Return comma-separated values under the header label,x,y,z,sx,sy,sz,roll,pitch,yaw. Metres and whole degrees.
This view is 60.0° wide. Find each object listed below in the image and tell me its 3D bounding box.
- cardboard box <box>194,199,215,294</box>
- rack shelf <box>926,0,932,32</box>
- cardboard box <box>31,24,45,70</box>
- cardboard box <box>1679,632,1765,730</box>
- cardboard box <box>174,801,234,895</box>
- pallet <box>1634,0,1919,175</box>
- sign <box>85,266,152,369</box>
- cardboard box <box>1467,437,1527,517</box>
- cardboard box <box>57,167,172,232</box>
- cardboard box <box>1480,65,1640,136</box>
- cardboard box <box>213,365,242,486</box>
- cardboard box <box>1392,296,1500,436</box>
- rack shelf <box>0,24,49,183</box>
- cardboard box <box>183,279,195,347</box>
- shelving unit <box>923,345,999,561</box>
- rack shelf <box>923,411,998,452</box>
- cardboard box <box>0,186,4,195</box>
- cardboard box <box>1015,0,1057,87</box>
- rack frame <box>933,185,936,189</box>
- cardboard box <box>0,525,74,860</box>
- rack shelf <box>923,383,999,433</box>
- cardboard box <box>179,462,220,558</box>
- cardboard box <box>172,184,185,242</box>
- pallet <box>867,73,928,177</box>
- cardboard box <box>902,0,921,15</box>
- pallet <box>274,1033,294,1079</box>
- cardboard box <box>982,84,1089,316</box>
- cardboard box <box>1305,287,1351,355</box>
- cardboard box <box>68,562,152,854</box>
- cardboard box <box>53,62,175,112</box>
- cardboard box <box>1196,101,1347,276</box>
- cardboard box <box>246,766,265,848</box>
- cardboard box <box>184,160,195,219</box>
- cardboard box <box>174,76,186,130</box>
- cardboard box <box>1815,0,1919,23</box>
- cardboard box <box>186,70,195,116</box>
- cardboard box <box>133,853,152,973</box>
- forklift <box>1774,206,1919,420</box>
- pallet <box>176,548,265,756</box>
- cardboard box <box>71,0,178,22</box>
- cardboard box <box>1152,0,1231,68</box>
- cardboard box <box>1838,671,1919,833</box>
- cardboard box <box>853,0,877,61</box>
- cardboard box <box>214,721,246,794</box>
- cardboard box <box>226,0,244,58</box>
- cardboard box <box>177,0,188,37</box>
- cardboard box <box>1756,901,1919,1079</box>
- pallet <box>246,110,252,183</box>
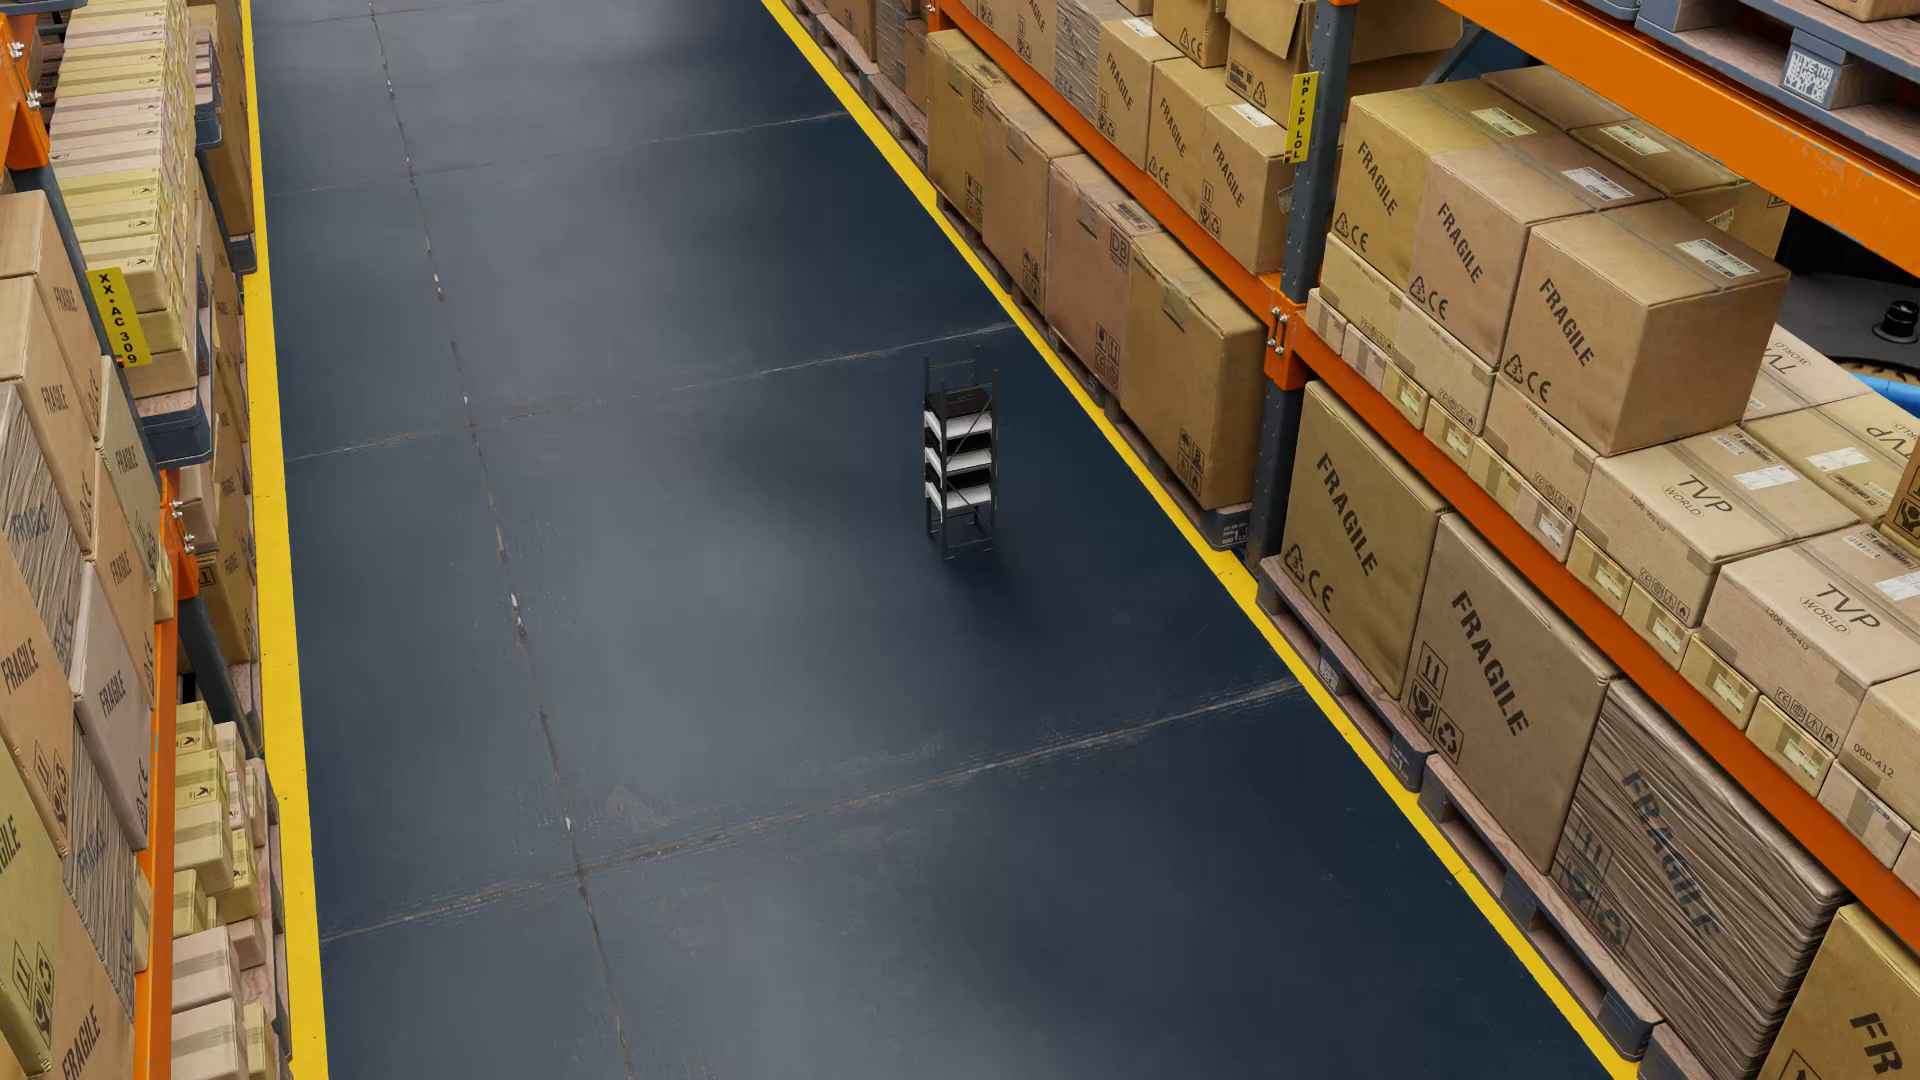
label,x,y,z,sx,sy,sz,roll,pitch,yaw
cardboard box,-3.701,-1.306,7.595,0.500,0.250,0.500,-12,39,-15
rack shelf,-0.363,-4.264,11.016,1.077,0.370,4.000,-12,39,-16
cardboard box,-4.402,-2.225,7.570,0.380,0.149,0.250,-13,39,-17
cardboard box,2.204,0.342,4.512,0.380,0.149,0.250,-12,39,-16
cardboard box,-2.406,0.964,5.004,0.380,0.149,0.250,-13,39,-16
pallet,2.389,-1.172,3.894,1.003,0.211,1.213,-12,39,-16
sign,-2.484,-0.655,4.906,0.100,0.325,0.005,-12,39,-16
cardboard box,1.853,-0.236,5.279,0.380,0.149,0.250,-13,39,-17
cardboard box,-2.882,-1.117,5.605,0.380,0.149,0.250,-12,39,-16
cardboard box,2.111,-1.316,5.758,0.500,0.500,0.500,-11,38,-15
cardboard box,-3.372,-0.425,7.050,0.500,0.500,0.500,-12,39,-15
cardboard box,1.784,-0.619,5.456,0.500,0.250,0.500,-13,39,-16
rack shelf,-2.302,0.027,2.826,1.077,0.370,4.000,-12,39,-16
cardboard box,-2.795,-0.733,5.589,0.380,0.149,0.250,-12,39,-15
shelving unit,0.003,-0.355,6.973,0.258,0.900,0.210,-12,39,-16
rack shelf,0.003,-0.472,6.885,0.258,0.077,0.200,-12,39,-16
cardboard box,-3.764,-1.178,6.181,0.380,0.149,0.250,-11,38,-14
cardboard box,0.596,-2.551,8.061,0.500,0.500,0.500,-13,39,-17
rack frame,0.325,-3.422,9.299,1.000,3.000,0.127,-12,39,-16
cardboard box,-2.036,0.331,3.155,0.500,0.500,0.500,-14,39,-17
rack shelf,0.003,-0.544,6.831,0.258,0.077,0.200,-12,39,-16
cardboard box,-2.997,-0.133,6.039,0.500,0.250,0.500,-14,39,-18
cardboard box,-2.964,-1.135,5.876,0.380,0.149,0.250,-14,39,-18
pallet,0.057,-2.750,10.725,1.003,0.211,1.213,-12,39,-16
cardboard box,-0.126,-3.568,10.583,0.500,0.250,0.500,-8,38,-11
pallet,-2.303,1.984,4.441,1.003,0.211,1.213,-12,39,-16
cardboard box,0.842,-1.841,8.618,1.225,0.875,0.875,-12,39,-16
cardboard box,1.491,-0.826,6.062,0.380,0.149,0.250,-12,39,-16
cardboard box,-2.211,0.439,3.844,0.500,0.500,0.500,-13,39,-16
cardboard box,-3.236,-1.697,6.375,0.380,0.149,0.250,-11,38,-15
cardboard box,1.284,-1.410,6.545,0.500,0.500,0.500,-12,39,-16
cardboard box,-2.536,0.930,5.543,0.380,0.149,0.250,-12,39,-15
cardboard box,-3.149,-1.314,6.361,0.380,0.149,0.250,-13,39,-17
cardboard box,-3.323,-1.725,6.659,0.380,0.149,0.250,-11,38,-15
cardboard box,2.255,-1.549,3.805,0.700,0.500,0.500,-11,38,-14
cardboard box,-3.511,-1.908,7.150,0.380,0.149,0.250,-13,39,-17
cardboard box,-2.067,0.889,3.785,0.380,0.149,0.250,-12,39,-15
forklift,4.133,-1.696,7.066,1.130,2.935,3.031,16,40,20
pallet,-3.260,0.482,6.434,1.003,0.211,1.213,-12,39,-16
cardboard box,-3.593,-2.285,7.155,0.380,0.149,0.250,-11,38,-15
cardboard box,1.249,-2.352,6.962,0.797,0.503,0.637,-12,39,-15
cardboard box,2.488,0.533,3.926,0.500,0.250,0.500,-13,39,-17
cardboard box,-0.329,-3.603,11.252,0.700,0.500,0.500,-9,38,-12
cardboard box,-2.584,0.772,5.505,0.380,0.149,0.250,-12,39,-15
cardboard box,-5.445,-3.649,11.121,1.050,0.750,0.750,-13,39,-16
cardboard box,-3.676,-2.303,7.427,0.380,0.149,0.250,-11,38,-14
cardboard box,2.782,1.434,4.271,0.875,0.875,0.875,-12,39,-16
pallet,-4.984,-2.487,10.376,1.003,0.211,1.213,-12,39,-16
